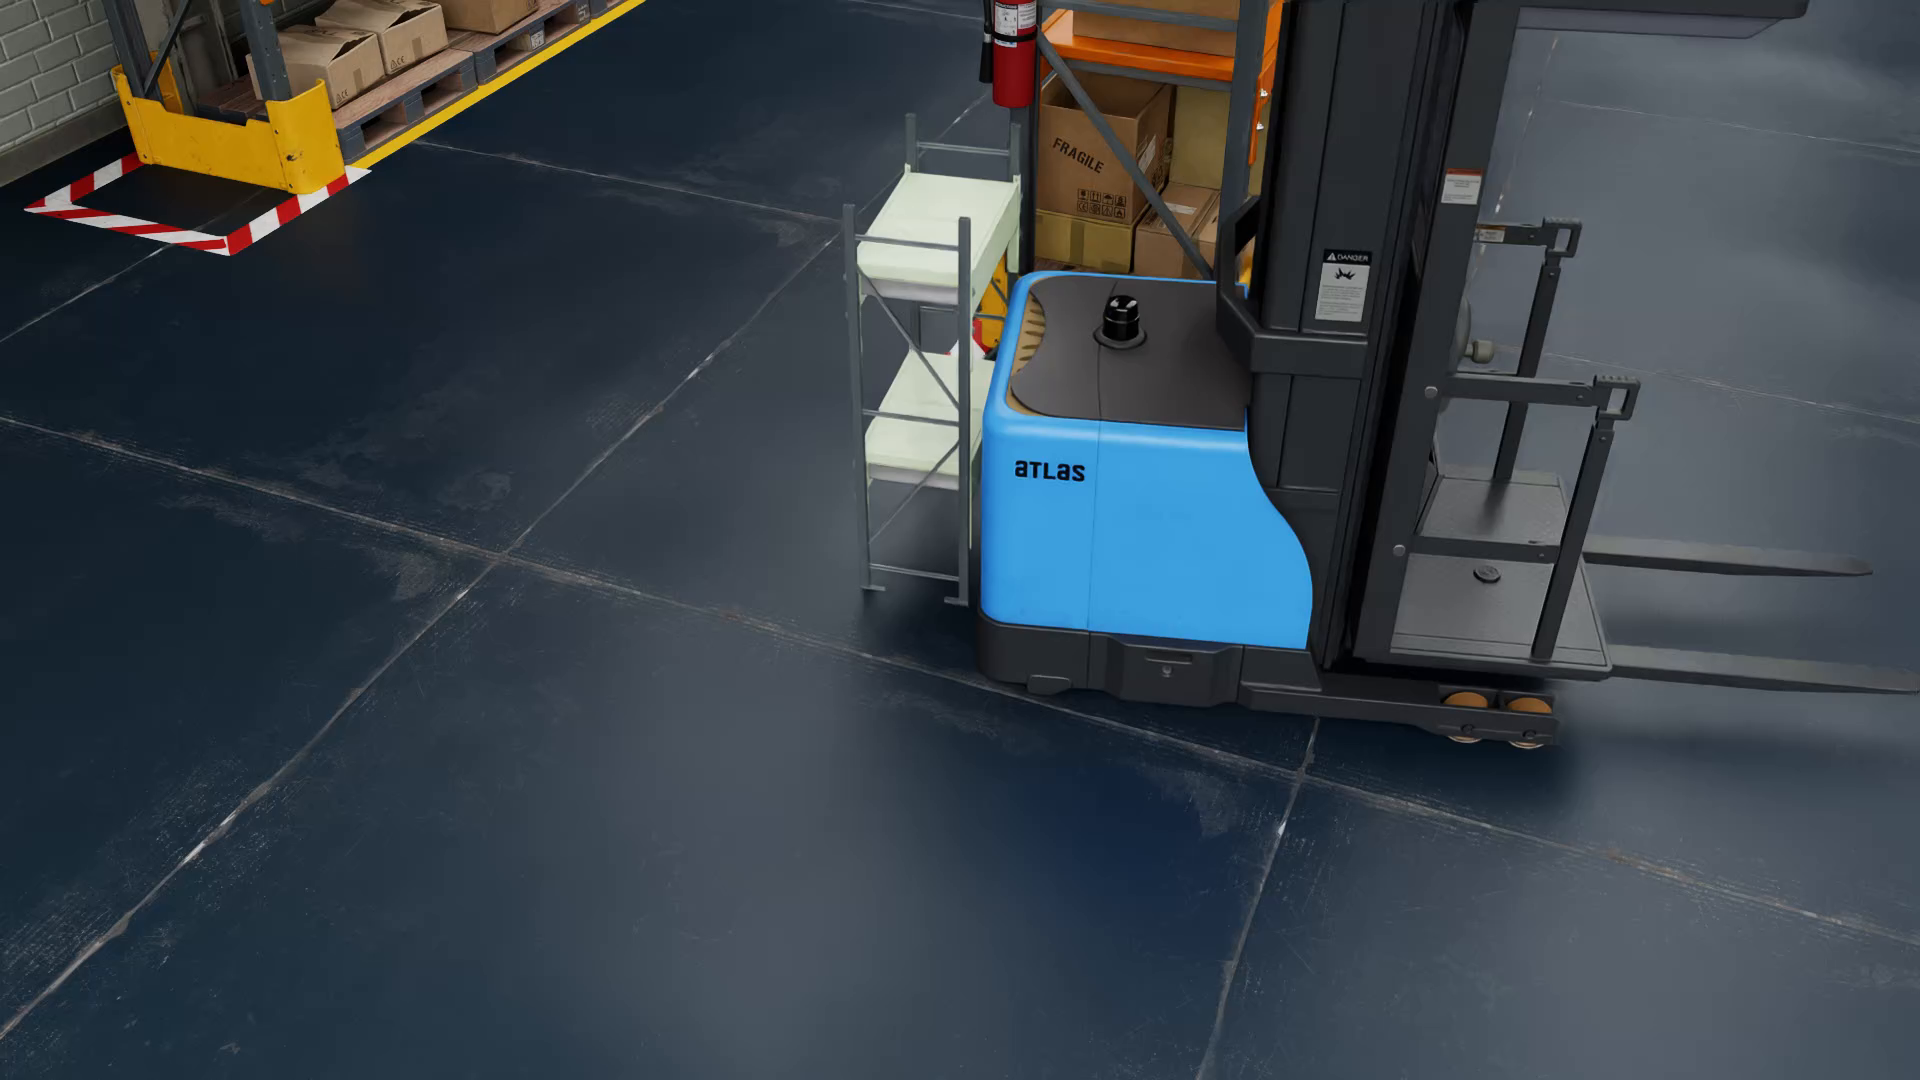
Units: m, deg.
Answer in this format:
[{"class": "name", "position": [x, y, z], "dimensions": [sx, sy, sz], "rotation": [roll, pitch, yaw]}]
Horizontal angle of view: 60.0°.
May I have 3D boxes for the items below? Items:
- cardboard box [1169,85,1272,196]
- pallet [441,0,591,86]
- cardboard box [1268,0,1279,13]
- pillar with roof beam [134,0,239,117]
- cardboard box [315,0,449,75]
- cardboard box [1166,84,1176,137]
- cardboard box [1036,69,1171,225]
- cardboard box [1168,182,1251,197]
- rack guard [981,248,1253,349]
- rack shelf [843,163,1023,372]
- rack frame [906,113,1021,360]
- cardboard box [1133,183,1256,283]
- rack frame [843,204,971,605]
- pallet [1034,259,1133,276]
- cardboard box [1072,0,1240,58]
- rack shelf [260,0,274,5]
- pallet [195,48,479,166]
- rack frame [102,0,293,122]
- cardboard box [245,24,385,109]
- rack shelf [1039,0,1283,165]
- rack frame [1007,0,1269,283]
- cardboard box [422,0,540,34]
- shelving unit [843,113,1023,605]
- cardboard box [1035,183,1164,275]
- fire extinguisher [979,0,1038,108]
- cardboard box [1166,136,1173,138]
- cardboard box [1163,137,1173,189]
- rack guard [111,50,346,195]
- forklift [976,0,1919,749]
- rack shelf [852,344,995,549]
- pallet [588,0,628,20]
[{"class": "cardboard box", "position": [1.289, -1.938, 7.656], "dimensions": [0.500, 0.500, 0.500], "rotation": [14, 39, 18]}, {"class": "pallet", "position": [-3.056, -3.213, 10.373], "dimensions": [1.003, 0.211, 1.213], "rotation": [14, 39, 18]}, {"class": "cardboard box", "position": [1.075, -2.634, 7.185], "dimensions": [0.700, 0.500, 0.500], "rotation": [15, 39, 19]}, {"class": "pillar with roof beam", "position": [-0.444, -5.180, 5.664], "dimensions": [9.100, 9.000, 0.400], "rotation": [14, 39, 18]}, {"class": "cardboard box", "position": [-3.329, -2.951, 9.571], "dimensions": [0.500, 0.311, 0.500], "rotation": [17, 40, 21]}, {"class": "cardboard box", "position": [0.986, -2.336, 8.189], "dimensions": [0.500, 0.500, 0.500], "rotation": [14, 39, 18]}, {"class": "cardboard box", "position": [0.619, -1.779, 7.444], "dimensions": [0.500, 0.500, 0.500], "rotation": [14, 39, 18]}, {"class": "cardboard box", "position": [1.287, -1.638, 7.881], "dimensions": [0.500, 0.250, 0.500], "rotation": [14, 39, 18]}, {"class": "rack guard", "position": [0.681, -1.032, 7.214], "dimensions": [1.175, 0.500, 0.348], "rotation": [14, 39, 18]}, {"class": "rack shelf", "position": [-0.076, -0.928, 5.586], "dimensions": [0.431, 0.370, 0.720], "rotation": [8, 38, 11]}, {"class": "rack frame", "position": [0.011, -0.828, 6.105], "dimensions": [0.400, 1.500, 0.023], "rotation": [8, 38, 11]}, {"class": "cardboard box", "position": [1.100, -1.360, 7.510], "dimensions": [0.500, 0.250, 0.500], "rotation": [14, 39, 18]}, {"class": "rack frame", "position": [-0.164, -0.402, 5.535], "dimensions": [0.400, 1.500, 0.023], "rotation": [8, 38, 11]}, {"class": "pallet", "position": [0.943, -1.363, 7.897], "dimensions": [1.003, 0.211, 1.213], "rotation": [14, 39, 18]}, {"class": "cardboard box", "position": [0.880, -2.342, 6.795], "dimensions": [0.700, 0.500, 0.500], "rotation": [14, 39, 18]}, {"class": "rack shelf", "position": [-3.131, -3.992, 9.687], "dimensions": [1.077, 0.370, 4.000], "rotation": [14, 39, 18]}, {"class": "pallet", "position": [-3.521, -2.540, 9.472], "dimensions": [1.003, 0.211, 1.213], "rotation": [14, 39, 18]}, {"class": "rack frame", "position": [-3.892, -3.173, 7.990], "dimensions": [1.000, 3.000, 0.127], "rotation": [14, 39, 18]}, {"class": "cardboard box", "position": [-3.546, -2.635, 9.148], "dimensions": [0.500, 0.311, 0.500], "rotation": [10, 38, 13]}, {"class": "rack shelf", "position": [1.451, -2.866, 8.180], "dimensions": [1.077, 0.370, 4.000], "rotation": [14, 39, 18]}, {"class": "rack frame", "position": [0.691, -2.047, 6.483], "dimensions": [1.000, 3.000, 0.127], "rotation": [14, 39, 18]}, {"class": "cardboard box", "position": [-3.003, -3.421, 10.042], "dimensions": [0.700, 0.500, 0.500], "rotation": [11, 38, 15]}, {"class": "shelving unit", "position": [-0.076, -0.615, 5.820], "dimensions": [0.431, 1.500, 0.755], "rotation": [8, 38, 11]}, {"class": "cardboard box", "position": [0.621, -1.478, 7.668], "dimensions": [0.500, 0.250, 0.500], "rotation": [14, 39, 18]}, {"class": "fire extinguisher", "position": [0.216, -2.056, 6.560], "dimensions": [0.296, 0.674, 0.183], "rotation": [14, 39, 18]}, {"class": "cardboard box", "position": [0.989, -2.035, 8.413], "dimensions": [0.500, 0.250, 0.500], "rotation": [14, 39, 18]}, {"class": "cardboard box", "position": [0.800, -1.757, 8.042], "dimensions": [0.500, 0.250, 0.500], "rotation": [14, 39, 18]}, {"class": "rack guard", "position": [-3.863, -2.214, 8.795], "dimensions": [1.175, 0.500, 0.348], "rotation": [14, 39, 18]}, {"class": "forklift", "position": [1.613, -0.844, 4.931], "dimensions": [3.031, 2.935, 1.130], "rotation": [5, 37, 6]}, {"class": "rack shelf", "position": [-0.076, -0.354, 6.015], "dimensions": [0.431, 0.370, 0.720], "rotation": [8, 38, 11]}, {"class": "pallet", "position": [-2.593, -3.891, 11.279], "dimensions": [1.003, 0.211, 1.213], "rotation": [14, 39, 18]}]
